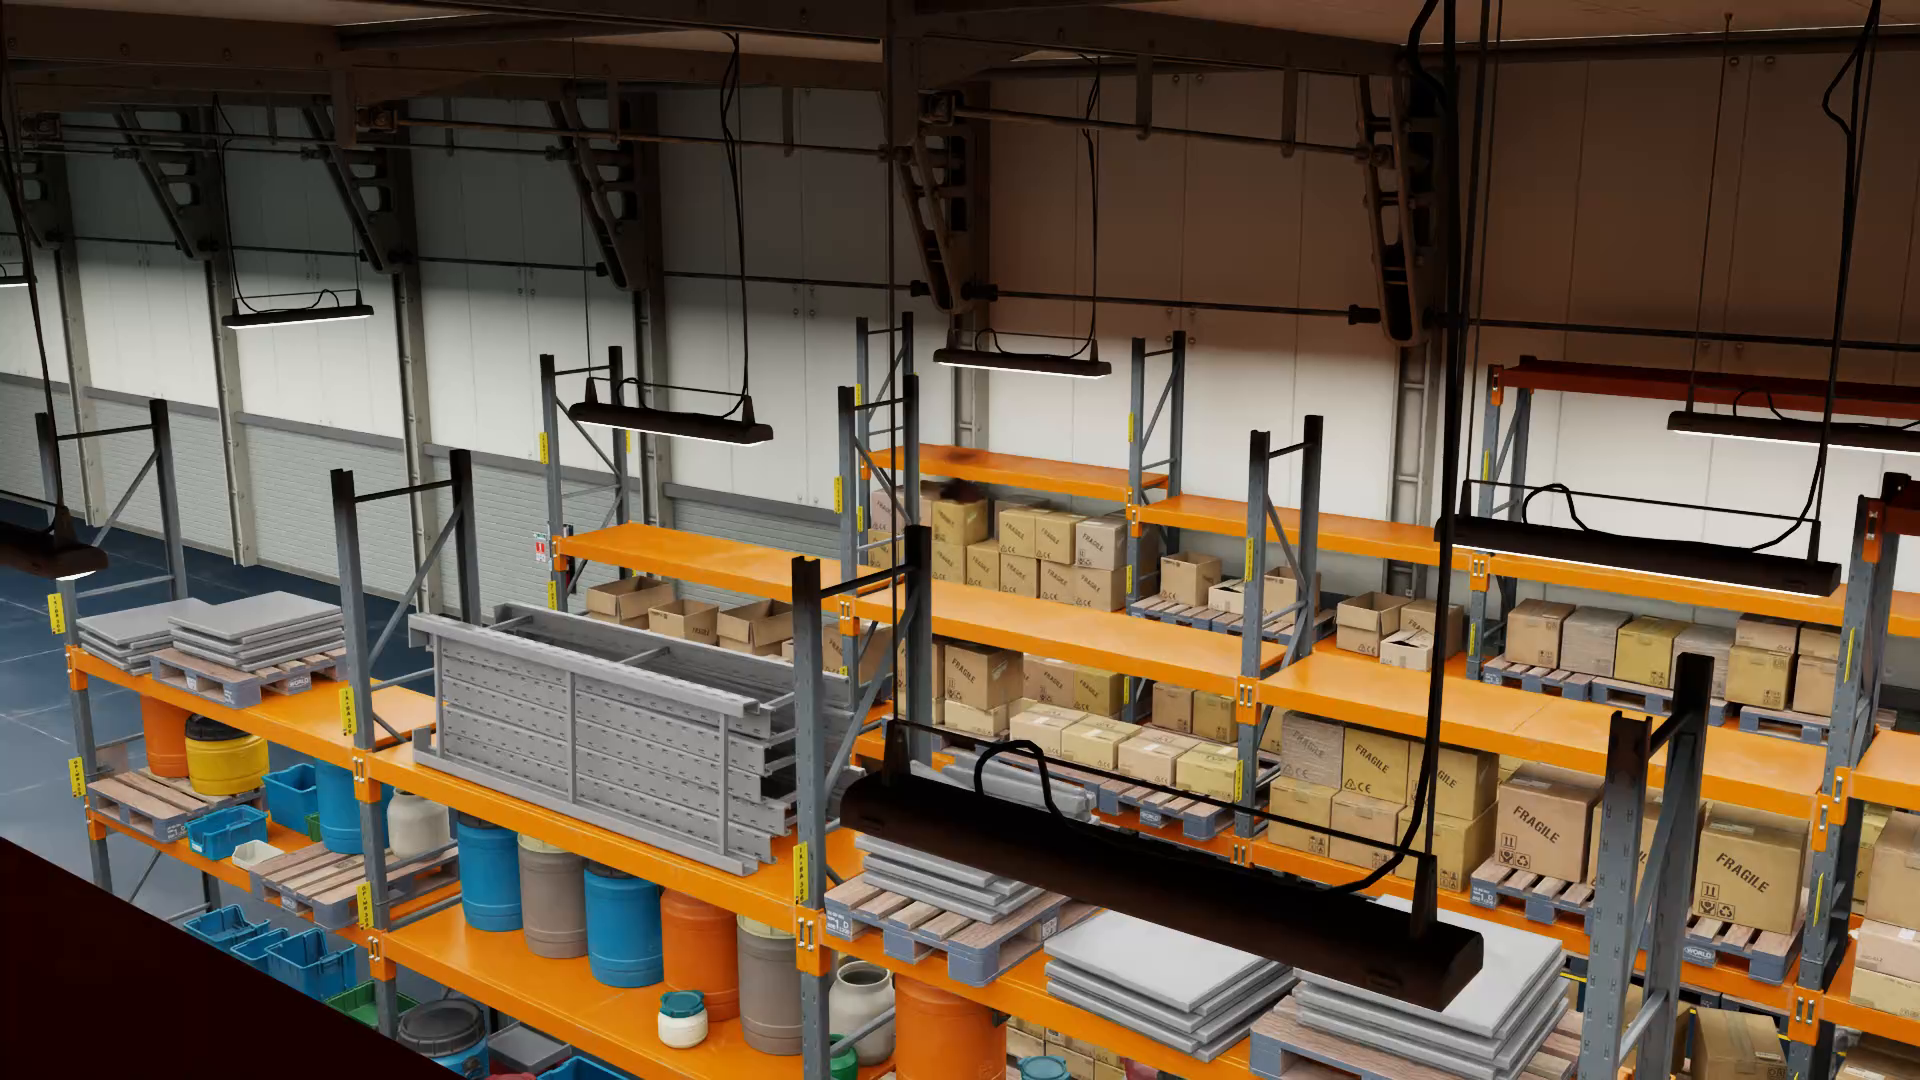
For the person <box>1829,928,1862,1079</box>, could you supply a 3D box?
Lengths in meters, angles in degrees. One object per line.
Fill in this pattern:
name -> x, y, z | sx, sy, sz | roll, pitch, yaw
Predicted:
person -> 7.510, 4.089, 13.935 | 0.877, 1.810, 0.626 | 9, 16, 34
